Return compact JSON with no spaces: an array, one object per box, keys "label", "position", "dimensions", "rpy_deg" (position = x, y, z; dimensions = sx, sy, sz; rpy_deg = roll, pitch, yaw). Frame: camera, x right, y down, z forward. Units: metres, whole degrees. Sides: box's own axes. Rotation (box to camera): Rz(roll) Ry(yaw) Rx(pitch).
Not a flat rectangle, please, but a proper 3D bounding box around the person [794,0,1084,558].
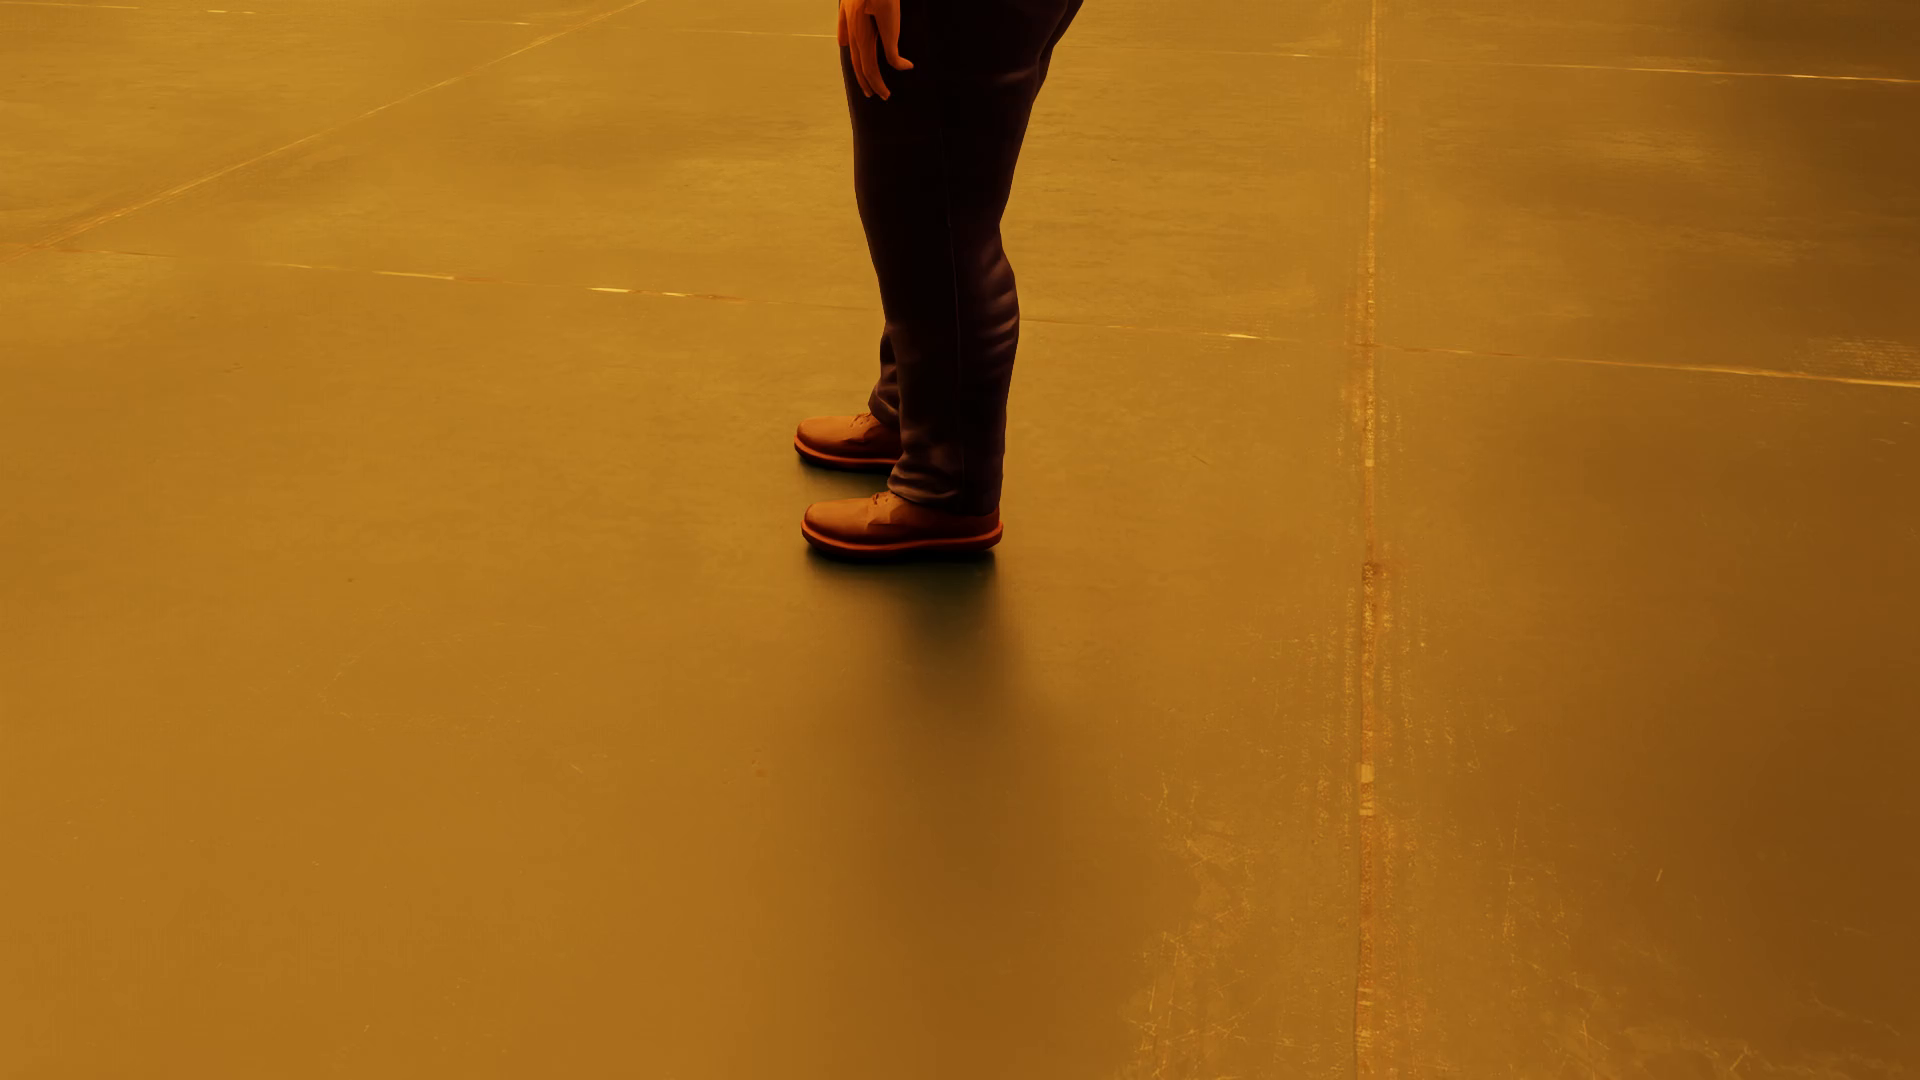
[{"label":"person","position":[-0.083,-0.761,2.164],"dimensions":[0.502,1.651,0.598],"rpy_deg":[6,27,11]}]
